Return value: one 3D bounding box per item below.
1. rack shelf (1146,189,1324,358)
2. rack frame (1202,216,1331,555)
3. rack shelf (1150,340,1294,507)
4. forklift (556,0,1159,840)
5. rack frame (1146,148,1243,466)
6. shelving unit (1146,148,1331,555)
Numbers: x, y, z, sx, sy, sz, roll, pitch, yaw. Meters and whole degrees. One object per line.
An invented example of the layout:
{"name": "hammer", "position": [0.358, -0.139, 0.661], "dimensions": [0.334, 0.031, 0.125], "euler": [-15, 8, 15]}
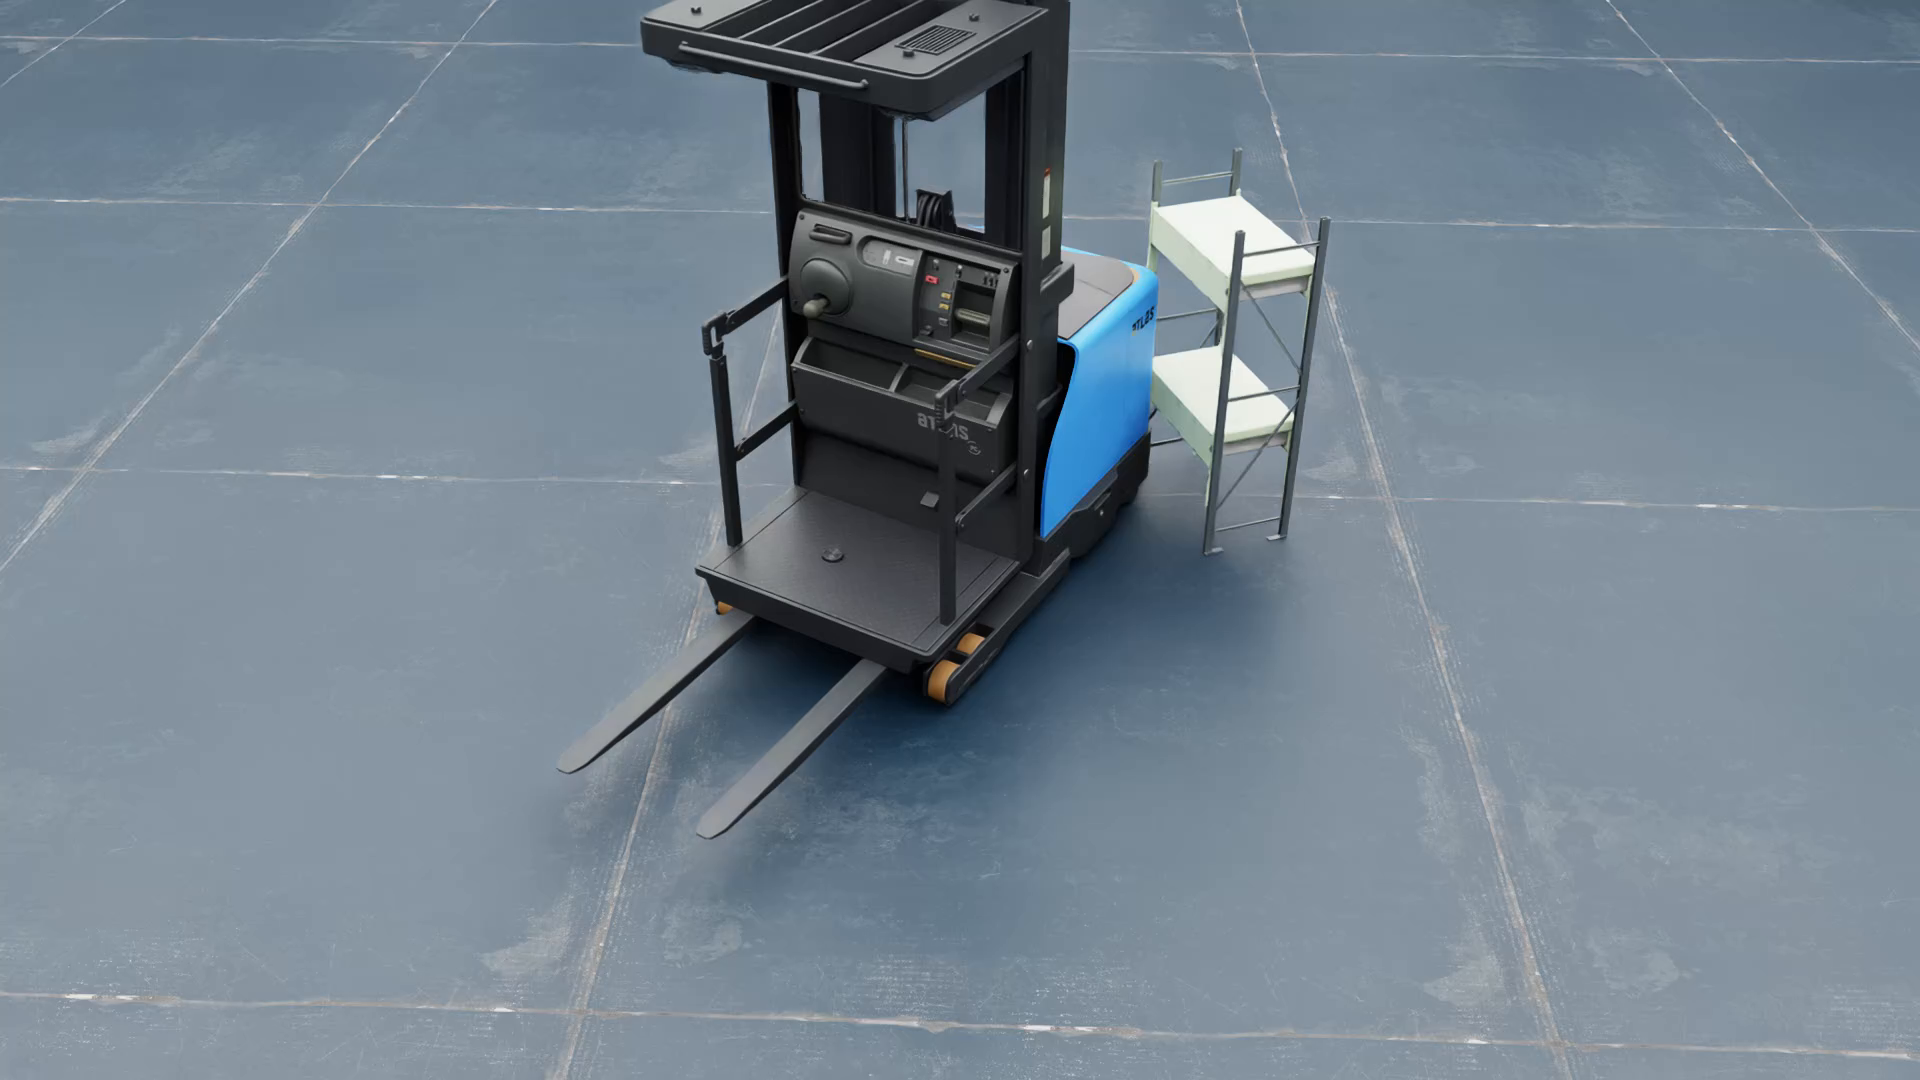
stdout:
{"name": "rack shelf", "position": [1.116, -1.111, 6.847], "dimensions": [0.431, 0.370, 0.720], "euler": [-11, 37, -16]}
{"name": "rack frame", "position": [1.237, -0.593, 6.789], "dimensions": [0.400, 1.500, 0.023], "euler": [-11, 37, -16]}
{"name": "rack shelf", "position": [1.116, -0.524, 7.259], "dimensions": [0.431, 0.370, 0.720], "euler": [-11, 37, -16]}
{"name": "forklift", "position": [-0.334, -0.878, 5.951], "dimensions": [1.130, 2.935, 3.031], "euler": [19, 39, 25]}
{"name": "rack frame", "position": [0.994, -0.990, 7.354], "dimensions": [0.400, 1.500, 0.023], "euler": [-11, 37, -16]}
{"name": "shelving unit", "position": [1.116, -0.791, 7.071], "dimensions": [0.431, 1.500, 0.755], "euler": [-11, 37, -16]}
